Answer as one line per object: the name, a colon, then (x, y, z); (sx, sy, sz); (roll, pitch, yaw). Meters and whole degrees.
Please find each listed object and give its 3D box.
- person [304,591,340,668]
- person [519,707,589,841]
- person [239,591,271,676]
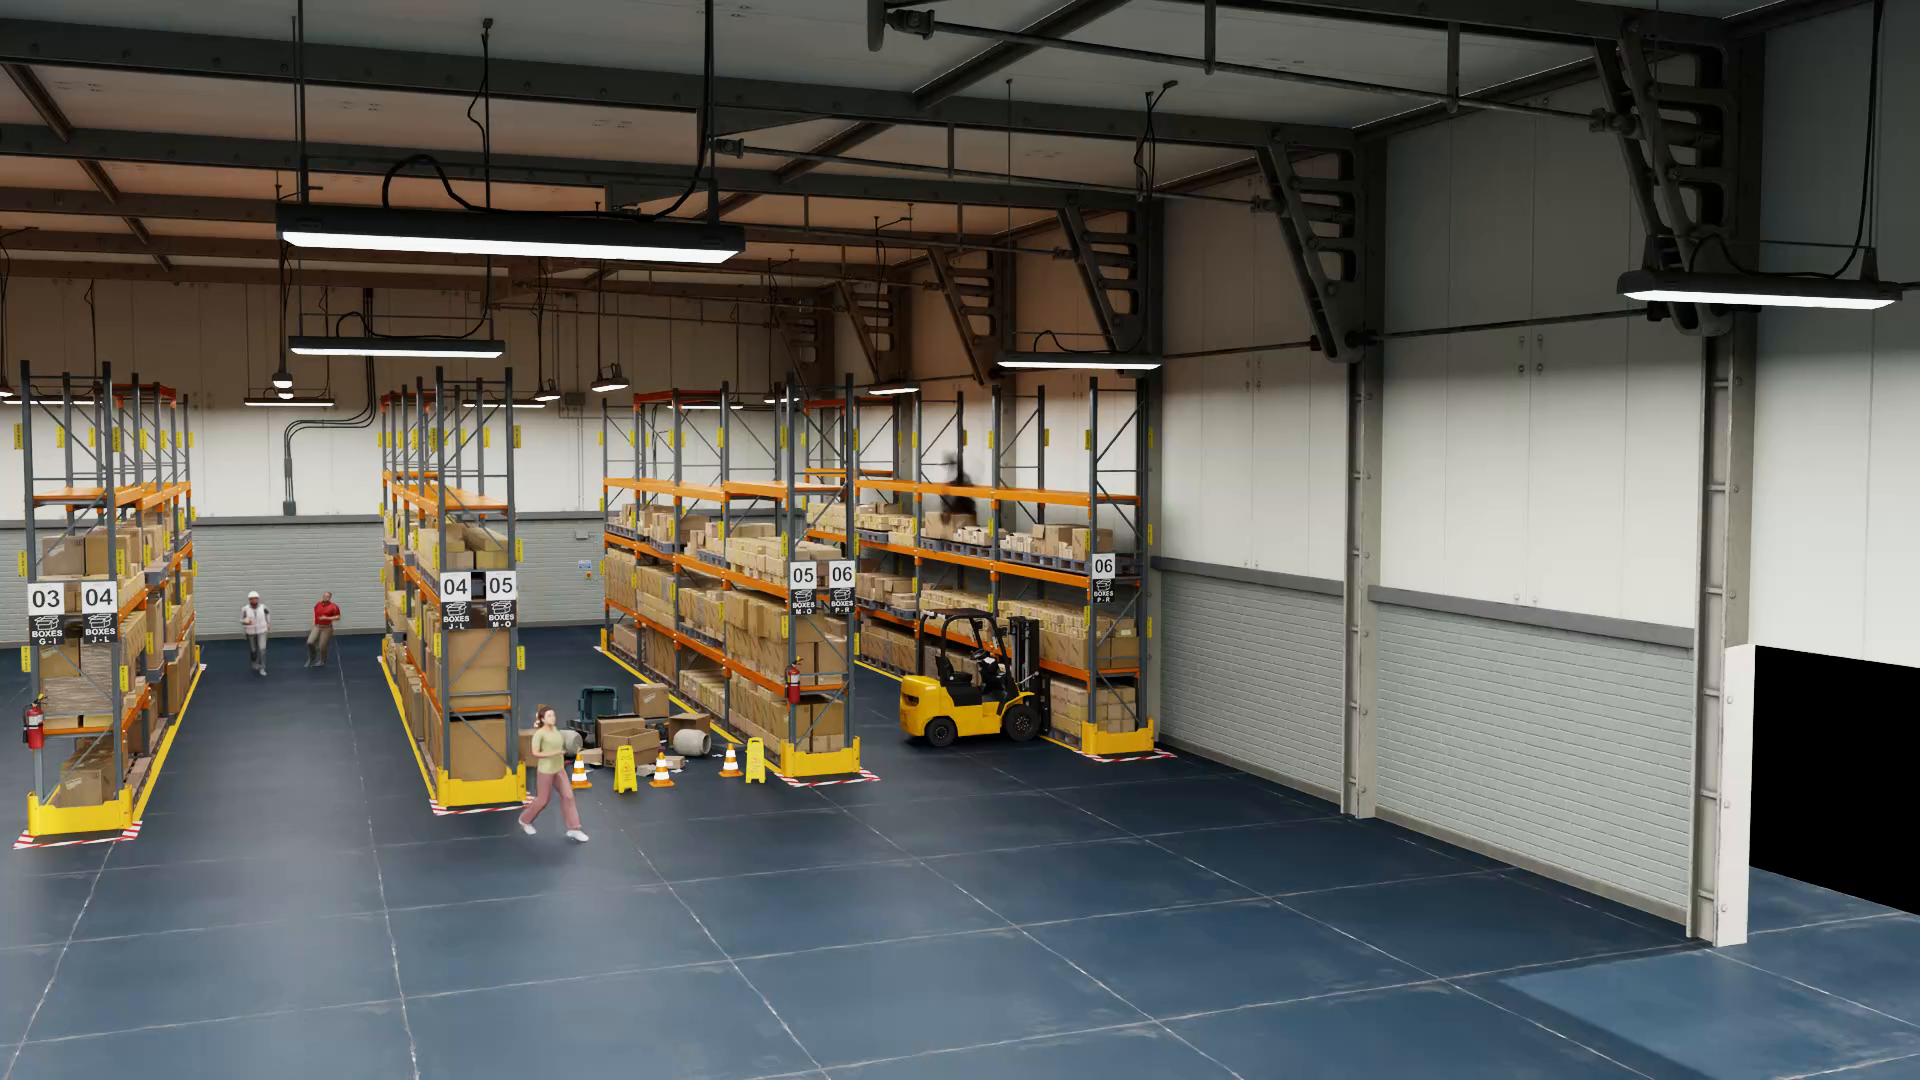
person: (-14.023, 1.971, 36.628); (0.769, 1.684, 0.664); (0, 3, 4)
person: (-5.091, 2.981, 20.766); (1.021, 1.482, 0.581); (2, 4, 31)
person: (-15.051, 1.976, 35.518); (0.635, 1.781, 0.968); (-1, 4, -23)
